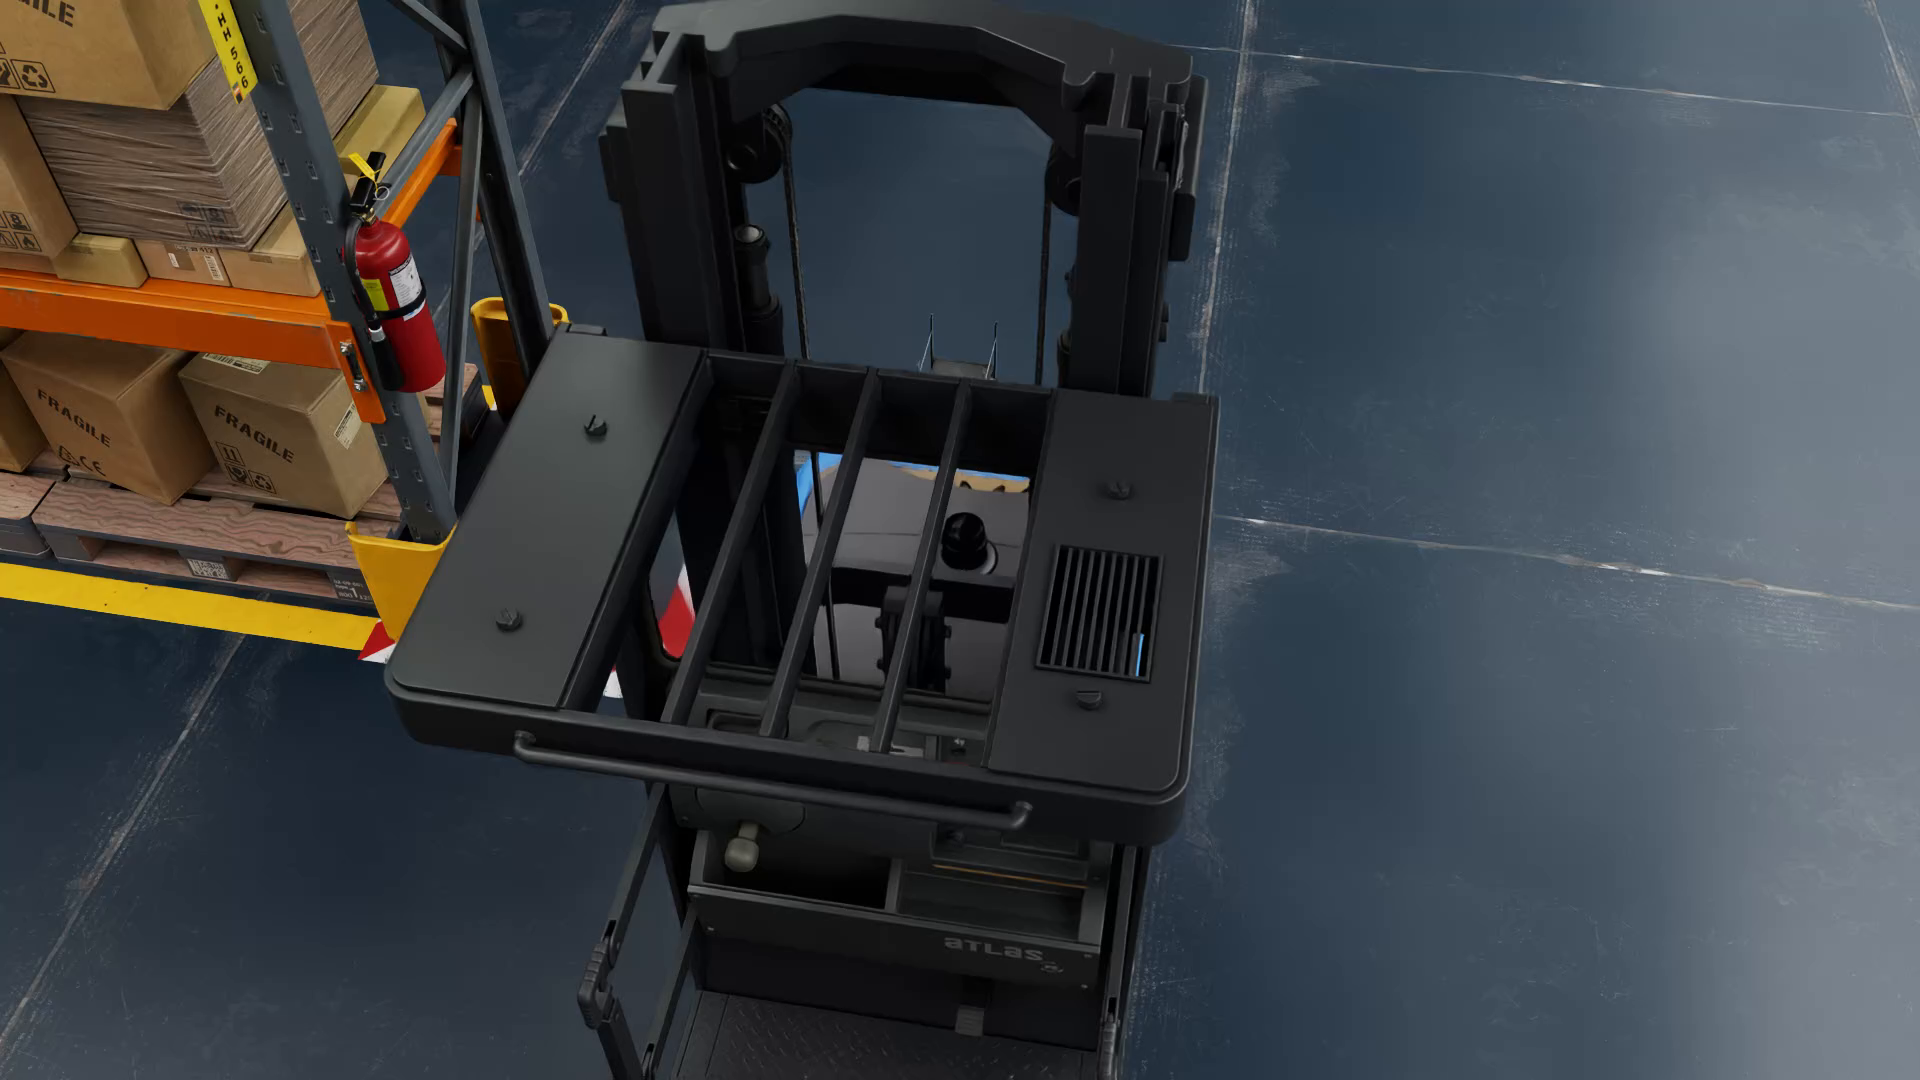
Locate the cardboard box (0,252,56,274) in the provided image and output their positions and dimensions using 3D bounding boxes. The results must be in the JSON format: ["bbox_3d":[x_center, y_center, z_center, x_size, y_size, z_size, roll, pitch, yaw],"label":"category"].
[{"bbox_3d":[-2.615,-0.945,4.751,0.250,0.149,0.380,8,49,7],"label":"cardboard box"}]

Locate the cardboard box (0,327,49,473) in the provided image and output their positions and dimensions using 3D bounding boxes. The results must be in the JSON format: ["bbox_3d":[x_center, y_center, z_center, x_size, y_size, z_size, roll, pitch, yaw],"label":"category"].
[{"bbox_3d":[-3.372,-0.619,5.688,0.500,0.500,0.500,12,49,10],"label":"cardboard box"}]

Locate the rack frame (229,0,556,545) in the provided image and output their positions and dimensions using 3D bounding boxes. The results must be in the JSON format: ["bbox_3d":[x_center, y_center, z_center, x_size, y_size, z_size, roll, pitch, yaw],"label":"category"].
[{"bbox_3d":[-1.553,-1.069,4.694,0.127,3.000,1.000,8,49,7],"label":"rack frame"}]

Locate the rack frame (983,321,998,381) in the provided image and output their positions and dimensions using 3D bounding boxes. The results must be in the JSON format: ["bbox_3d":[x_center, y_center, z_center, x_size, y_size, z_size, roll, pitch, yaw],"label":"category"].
[{"bbox_3d":[0.092,-0.288,5.404,0.006,0.900,0.240,8,49,7],"label":"rack frame"}]

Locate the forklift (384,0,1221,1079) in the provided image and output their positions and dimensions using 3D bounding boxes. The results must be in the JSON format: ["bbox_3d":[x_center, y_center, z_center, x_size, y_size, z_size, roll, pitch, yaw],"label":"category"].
[{"bbox_3d":[-0.174,0.619,3.223,1.130,2.935,3.031,7,48,6],"label":"forklift"}]

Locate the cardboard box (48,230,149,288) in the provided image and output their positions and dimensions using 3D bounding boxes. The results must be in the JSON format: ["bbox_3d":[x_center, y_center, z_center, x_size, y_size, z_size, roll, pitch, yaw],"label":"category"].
[{"bbox_3d":[-2.372,-0.900,4.711,0.250,0.149,0.380,8,49,7],"label":"cardboard box"}]

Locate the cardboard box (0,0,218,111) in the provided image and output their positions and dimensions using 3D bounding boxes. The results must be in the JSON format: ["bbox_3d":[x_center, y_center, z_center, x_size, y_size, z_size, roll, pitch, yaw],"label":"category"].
[{"bbox_3d":[-2.139,-1.428,4.077,0.500,0.500,0.500,8,49,7],"label":"cardboard box"}]

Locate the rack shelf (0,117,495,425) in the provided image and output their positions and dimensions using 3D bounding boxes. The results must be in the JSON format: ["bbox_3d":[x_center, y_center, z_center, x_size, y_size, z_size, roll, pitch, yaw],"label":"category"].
[{"bbox_3d":[-3.522,-1.093,5.199,4.000,0.370,1.077,8,49,7],"label":"rack shelf"}]

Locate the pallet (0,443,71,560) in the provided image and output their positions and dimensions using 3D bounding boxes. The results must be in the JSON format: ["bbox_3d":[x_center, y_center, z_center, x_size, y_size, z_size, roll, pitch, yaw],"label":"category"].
[{"bbox_3d":[-3.618,-0.443,6.006,1.213,0.211,1.003,8,49,7],"label":"pallet"}]

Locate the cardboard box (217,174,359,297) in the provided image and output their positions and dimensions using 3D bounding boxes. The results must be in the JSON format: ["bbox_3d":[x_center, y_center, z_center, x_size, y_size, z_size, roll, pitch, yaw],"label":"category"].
[{"bbox_3d":[-1.871,-0.871,4.685,0.250,0.149,0.380,8,49,7],"label":"cardboard box"}]

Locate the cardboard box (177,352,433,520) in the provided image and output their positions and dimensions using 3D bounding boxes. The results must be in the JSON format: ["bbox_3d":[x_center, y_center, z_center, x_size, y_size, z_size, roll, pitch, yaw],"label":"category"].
[{"bbox_3d":[-2.165,-0.469,5.553,0.500,0.500,0.500,16,50,14],"label":"cardboard box"}]

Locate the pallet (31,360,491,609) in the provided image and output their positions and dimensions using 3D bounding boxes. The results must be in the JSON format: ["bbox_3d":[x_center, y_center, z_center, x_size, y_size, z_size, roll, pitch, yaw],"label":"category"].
[{"bbox_3d":[-2.421,-0.280,5.860,1.213,0.211,1.003,8,49,7],"label":"pallet"}]

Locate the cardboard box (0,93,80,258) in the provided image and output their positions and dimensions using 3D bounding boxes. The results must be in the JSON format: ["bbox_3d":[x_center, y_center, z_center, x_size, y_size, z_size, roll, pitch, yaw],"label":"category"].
[{"bbox_3d":[-2.603,-1.273,4.610,0.500,0.500,0.875,8,49,7],"label":"cardboard box"}]

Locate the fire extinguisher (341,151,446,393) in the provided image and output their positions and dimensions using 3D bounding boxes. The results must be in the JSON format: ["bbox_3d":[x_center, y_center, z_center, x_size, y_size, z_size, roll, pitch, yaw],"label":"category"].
[{"bbox_3d":[-1.523,-0.691,4.406,0.183,0.674,0.296,8,49,7],"label":"fire extinguisher"}]

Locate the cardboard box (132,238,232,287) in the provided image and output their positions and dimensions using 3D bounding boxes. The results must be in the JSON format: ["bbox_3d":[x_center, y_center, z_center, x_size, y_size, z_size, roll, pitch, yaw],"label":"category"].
[{"bbox_3d":[-2.117,-0.905,4.715,0.250,0.149,0.380,8,49,7],"label":"cardboard box"}]

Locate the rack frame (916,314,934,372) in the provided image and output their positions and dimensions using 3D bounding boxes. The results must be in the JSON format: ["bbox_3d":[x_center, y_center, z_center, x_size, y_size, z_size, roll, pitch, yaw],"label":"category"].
[{"bbox_3d":[-0.108,-0.315,5.428,0.006,0.900,0.240,8,49,7],"label":"rack frame"}]

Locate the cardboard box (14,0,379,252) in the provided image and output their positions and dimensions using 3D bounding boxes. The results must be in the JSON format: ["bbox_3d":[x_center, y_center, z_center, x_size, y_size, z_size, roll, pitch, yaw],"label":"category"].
[{"bbox_3d":[-2.090,-1.295,4.629,0.500,0.500,0.875,8,49,7],"label":"cardboard box"}]

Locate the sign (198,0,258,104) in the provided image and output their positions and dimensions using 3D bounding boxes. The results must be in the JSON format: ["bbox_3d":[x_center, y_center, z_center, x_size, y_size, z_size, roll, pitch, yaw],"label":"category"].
[{"bbox_3d":[-1.672,-1.158,3.783,0.005,0.325,0.100,8,49,7],"label":"sign"}]

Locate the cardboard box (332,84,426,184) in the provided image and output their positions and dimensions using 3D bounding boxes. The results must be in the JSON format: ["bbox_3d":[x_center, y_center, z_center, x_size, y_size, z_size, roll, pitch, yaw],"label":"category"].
[{"bbox_3d":[-1.791,-1.197,4.978,0.250,0.149,0.380,8,49,7],"label":"cardboard box"}]

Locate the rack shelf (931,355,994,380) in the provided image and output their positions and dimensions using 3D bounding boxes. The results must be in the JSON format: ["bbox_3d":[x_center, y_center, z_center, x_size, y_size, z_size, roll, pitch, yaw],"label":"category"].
[{"bbox_3d":[-0.008,-0.460,5.240,0.200,0.077,0.258,8,49,7],"label":"rack shelf"}]

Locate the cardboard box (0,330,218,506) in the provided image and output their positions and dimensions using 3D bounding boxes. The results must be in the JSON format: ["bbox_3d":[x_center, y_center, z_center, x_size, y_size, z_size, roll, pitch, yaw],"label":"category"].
[{"bbox_3d":[-2.759,-0.523,5.601,0.500,0.500,0.500,19,51,17],"label":"cardboard box"}]

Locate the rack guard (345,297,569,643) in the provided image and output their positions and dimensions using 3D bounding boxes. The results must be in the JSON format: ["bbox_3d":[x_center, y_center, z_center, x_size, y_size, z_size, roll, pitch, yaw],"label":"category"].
[{"bbox_3d":[-1.628,-0.243,5.633,0.348,0.500,1.175,8,49,7],"label":"rack guard"}]

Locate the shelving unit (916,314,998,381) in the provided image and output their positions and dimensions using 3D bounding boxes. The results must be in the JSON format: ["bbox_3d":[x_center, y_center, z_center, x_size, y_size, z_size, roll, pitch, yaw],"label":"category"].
[{"bbox_3d":[-0.008,-0.302,5.416,0.210,0.900,0.258,8,49,7],"label":"shelving unit"}]
